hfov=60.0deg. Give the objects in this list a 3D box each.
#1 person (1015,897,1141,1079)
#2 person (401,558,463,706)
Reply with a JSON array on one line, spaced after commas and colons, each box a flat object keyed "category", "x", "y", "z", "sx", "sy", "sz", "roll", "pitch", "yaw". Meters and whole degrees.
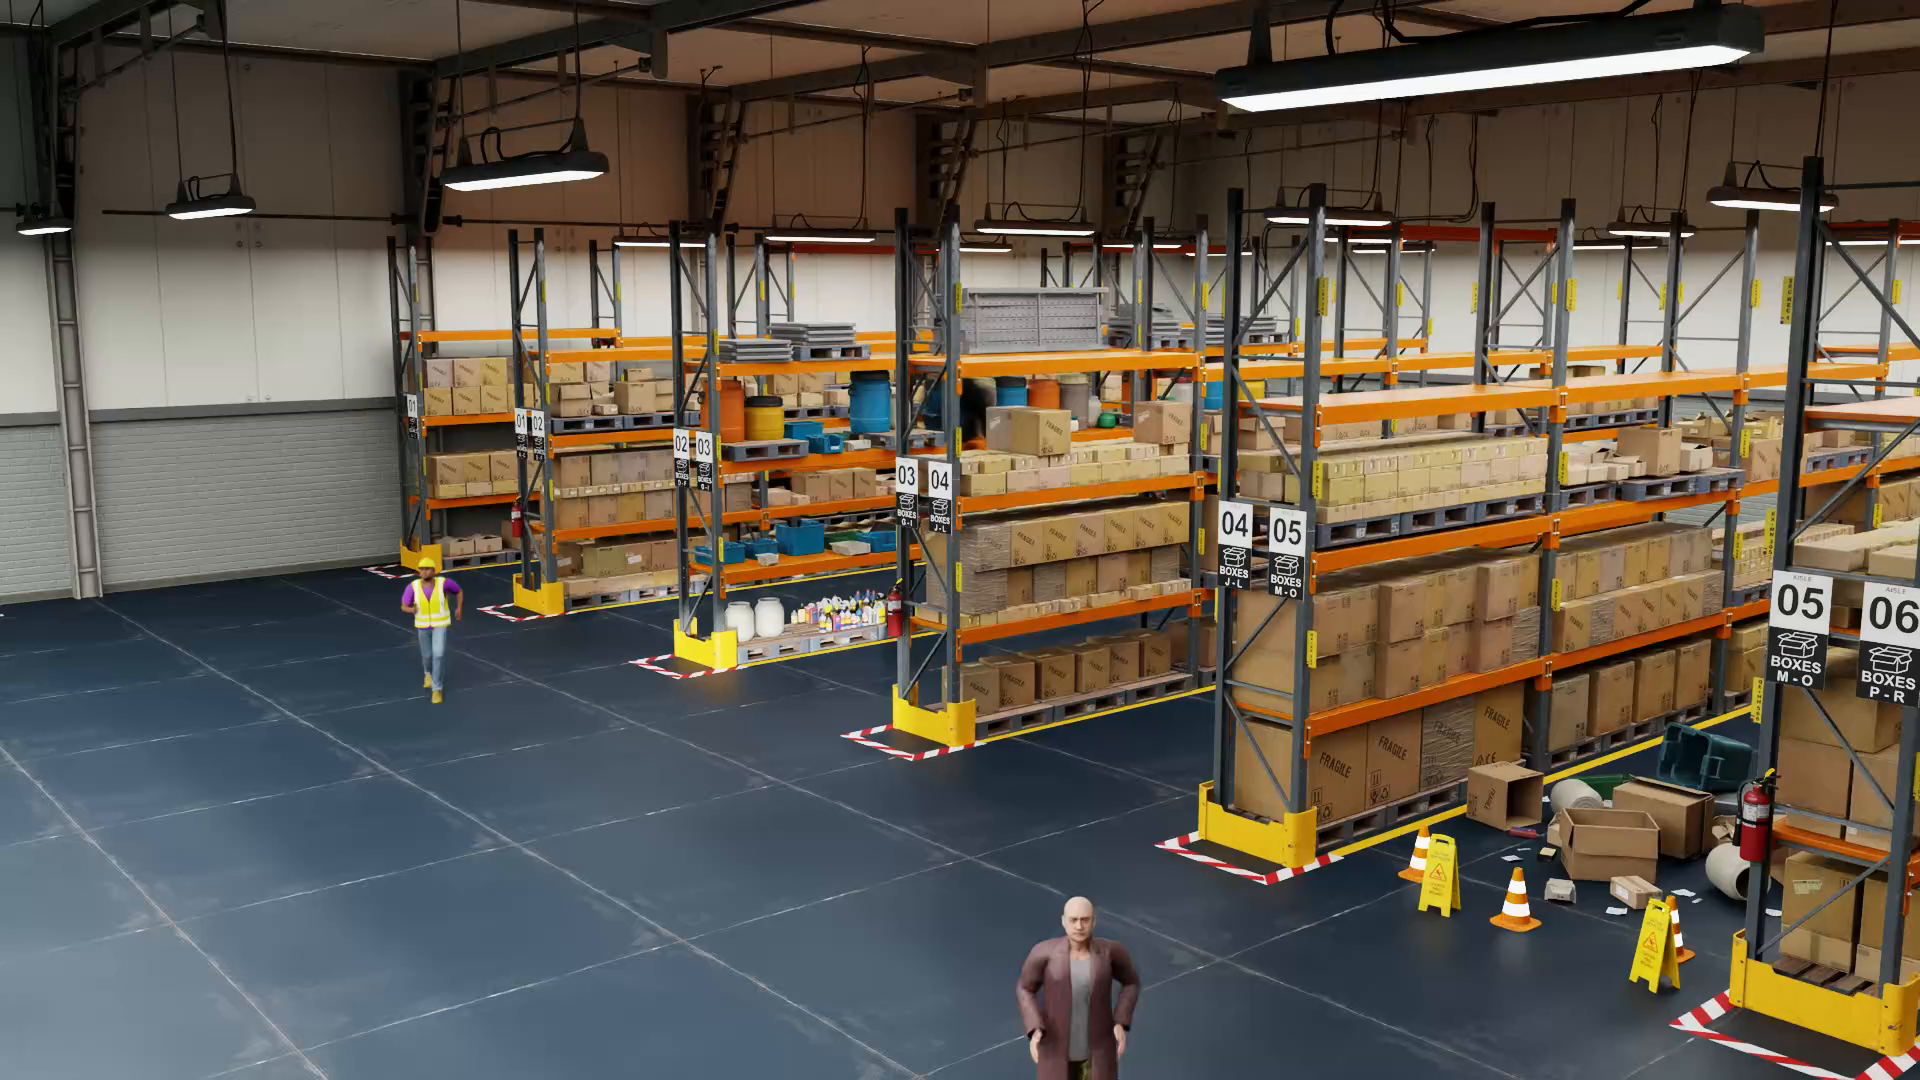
[{"category": "person", "x": 0.677, "y": 2.967, "z": 9.506, "sx": 0.723, "sy": 1.546, "sz": 0.799, "roll": 0, "pitch": 9, "yaw": 0}, {"category": "person", "x": -6.610, "y": 1.098, "z": 20.868, "sx": 0.712, "sy": 1.801, "sz": 0.948, "roll": -1, "pitch": 9, "yaw": -7}]
